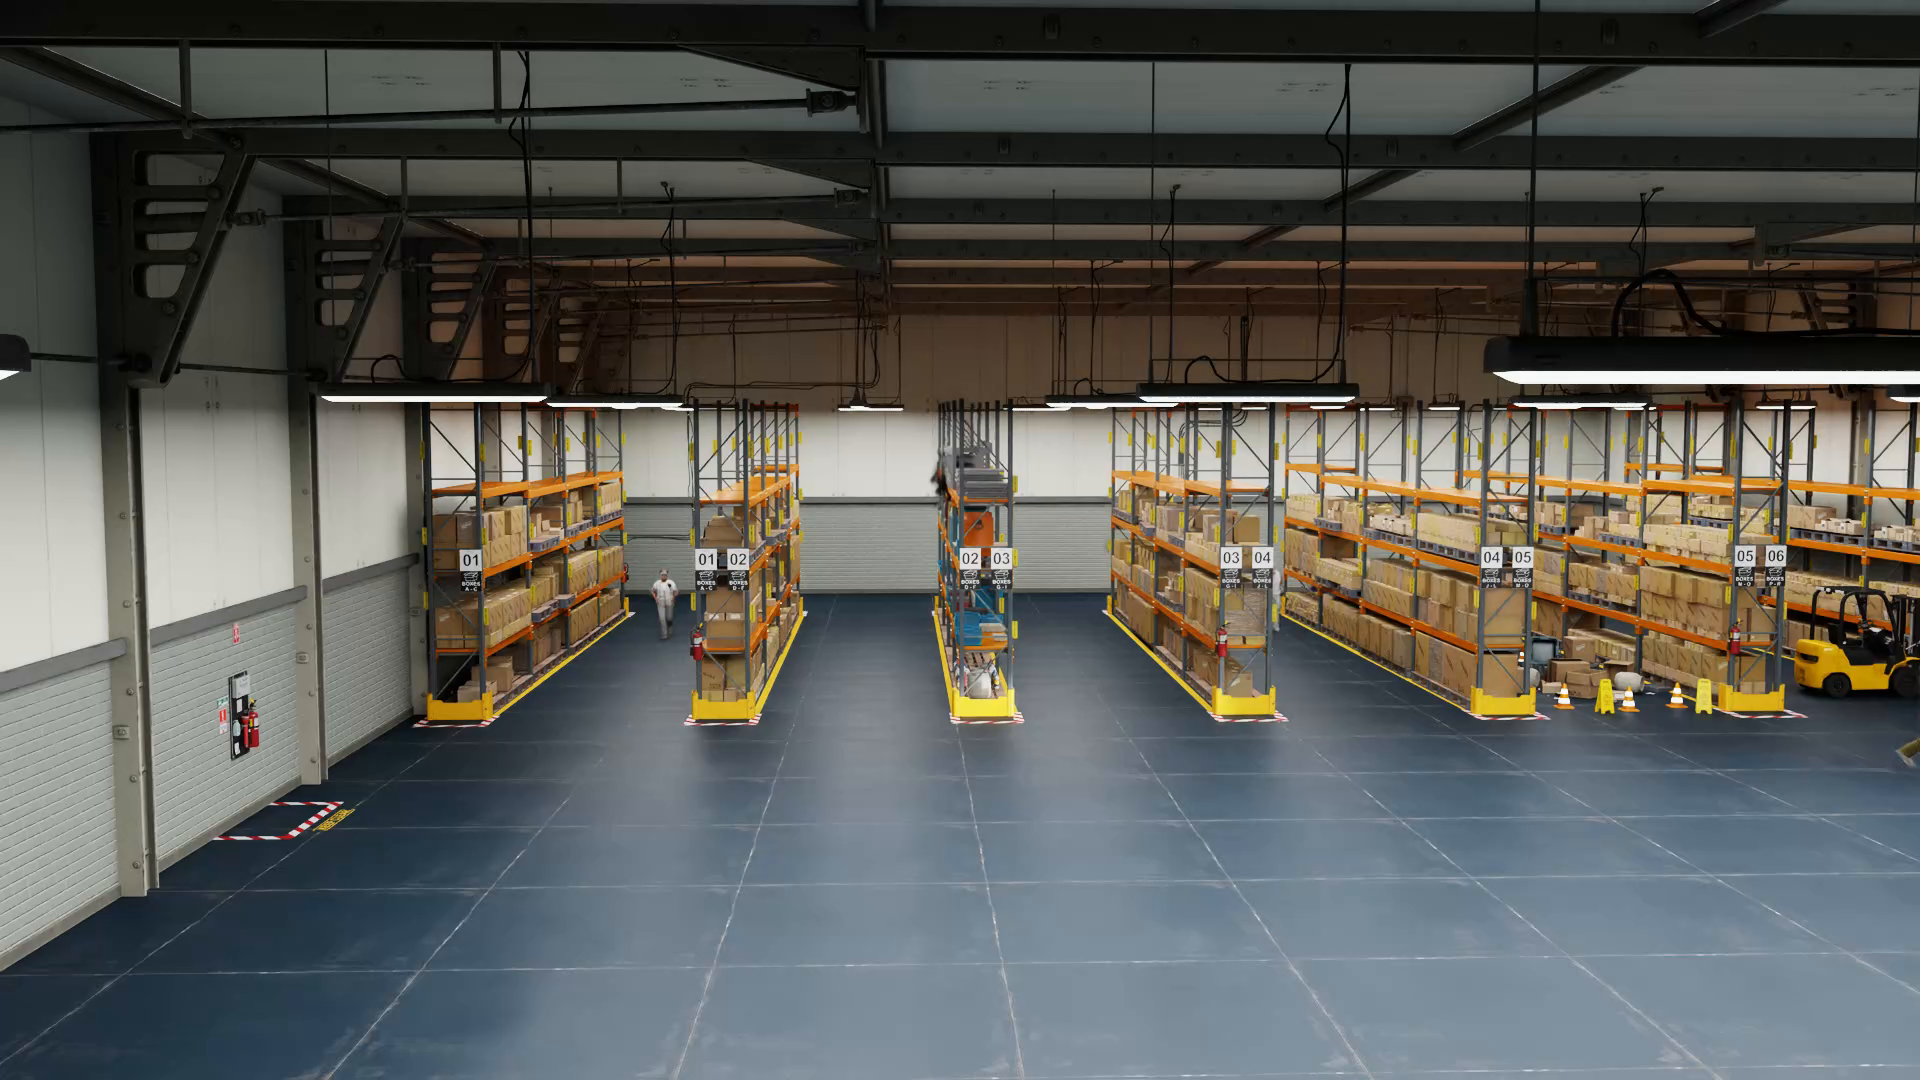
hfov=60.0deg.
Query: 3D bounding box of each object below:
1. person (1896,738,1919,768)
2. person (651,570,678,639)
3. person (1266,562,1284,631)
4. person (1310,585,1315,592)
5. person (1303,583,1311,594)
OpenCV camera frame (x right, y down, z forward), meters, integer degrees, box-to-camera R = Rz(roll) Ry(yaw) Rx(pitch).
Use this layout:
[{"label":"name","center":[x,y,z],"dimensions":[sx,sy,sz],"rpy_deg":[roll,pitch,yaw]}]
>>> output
[{"label":"person","center":[15.464,2.860,26.347],"dimensions":[0.739,1.748,1.099],"rpy_deg":[-4,6,-44]},{"label":"person","center":[-7.544,1.623,42.471],"dimensions":[0.681,1.758,0.790],"rpy_deg":[-1,4,-10]},{"label":"person","center":[8.286,1.473,44.192],"dimensions":[0.686,1.819,0.924],"rpy_deg":[0,4,-5]},{"label":"person","center":[10.462,1.233,48.704],"dimensions":[0.730,1.638,0.636],"rpy_deg":[3,5,38]},{"label":"person","center":[10.453,1.170,49.315],"dimensions":[0.523,1.624,0.602],"rpy_deg":[-3,5,-30]}]
